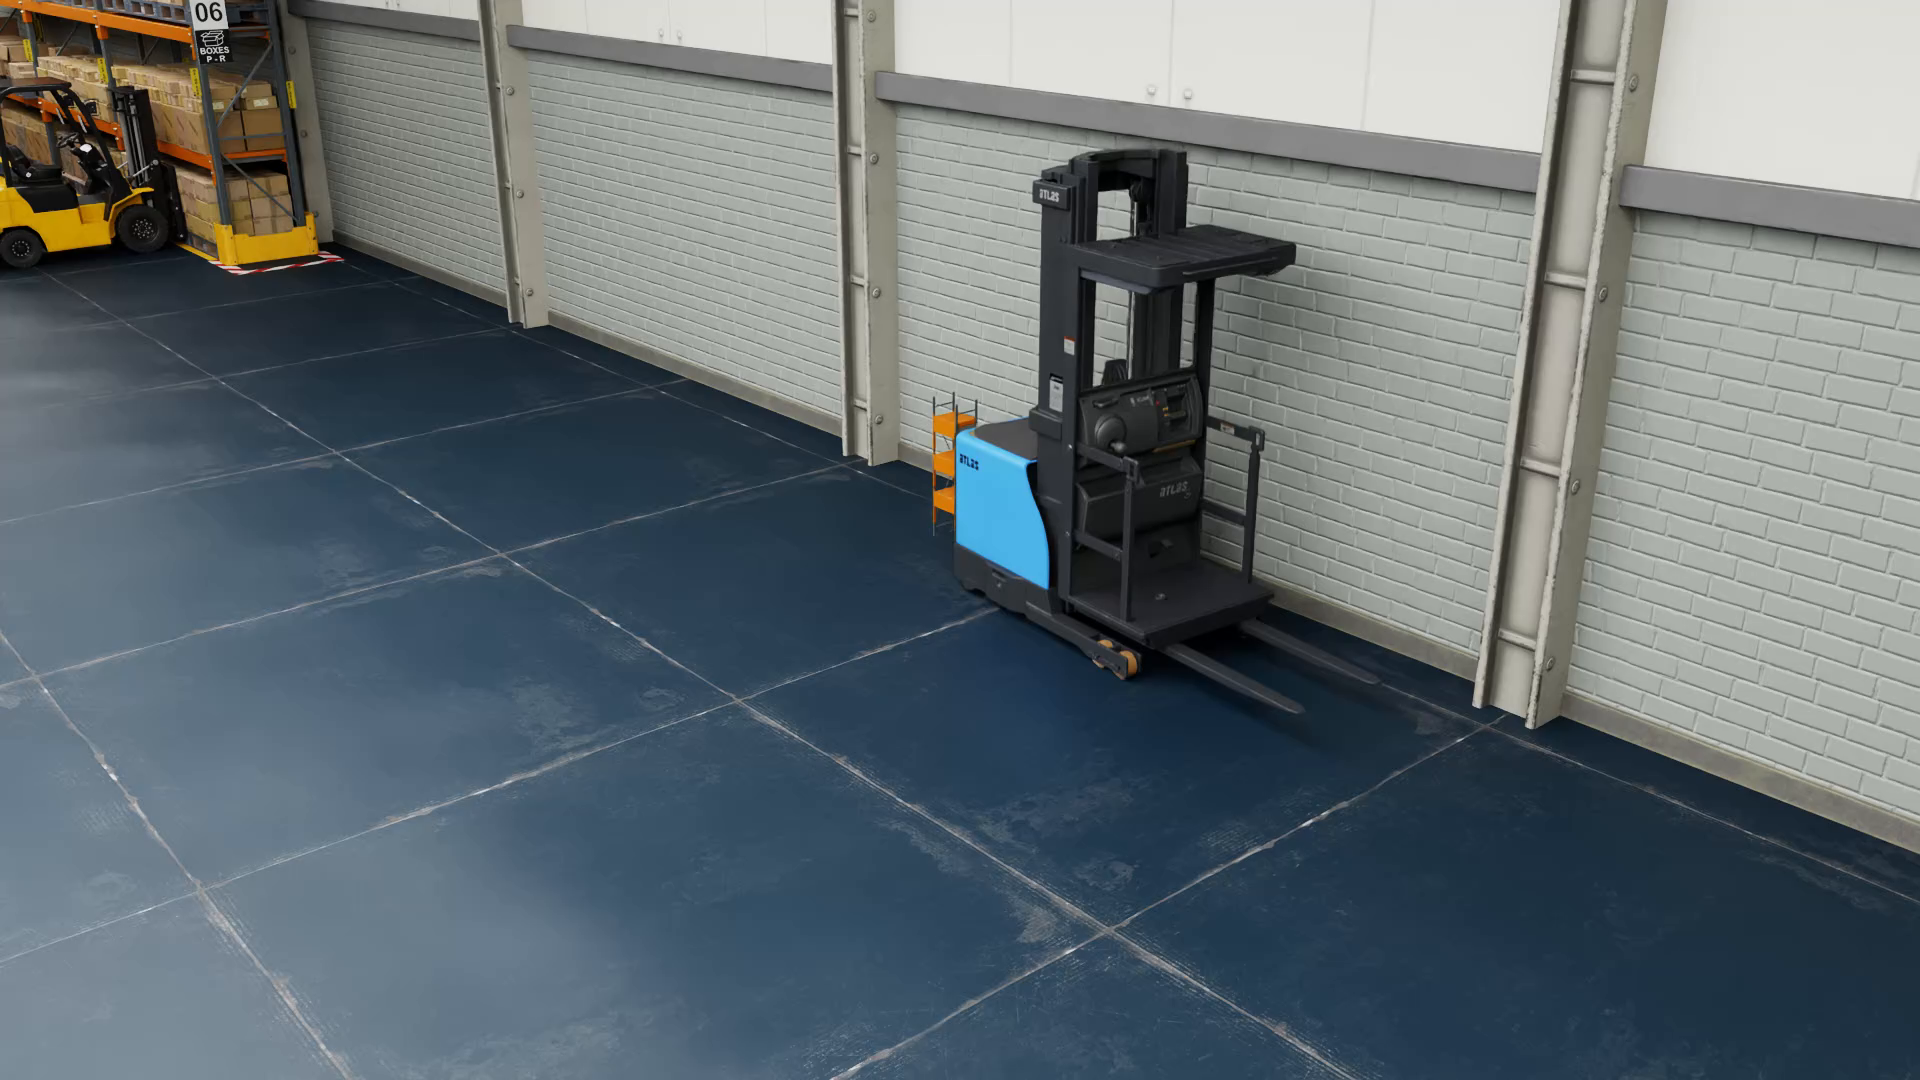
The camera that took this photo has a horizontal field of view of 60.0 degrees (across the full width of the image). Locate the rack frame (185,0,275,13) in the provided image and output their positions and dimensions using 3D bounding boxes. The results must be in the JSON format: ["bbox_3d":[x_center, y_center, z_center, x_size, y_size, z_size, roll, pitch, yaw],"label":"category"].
[{"bbox_3d":[-8.791,-7.788,19.530,1.000,3.000,0.127,-17,27,-37],"label":"rack frame"}]

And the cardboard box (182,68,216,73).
[{"bbox_3d":[-10.284,-6.291,22.499,0.380,0.149,0.250,-18,28,-38],"label":"cardboard box"}]

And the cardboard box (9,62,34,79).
[{"bbox_3d":[-14.947,-7.545,26.766,0.500,0.250,0.500,-19,28,-40],"label":"cardboard box"}]

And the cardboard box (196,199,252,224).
[{"bbox_3d":[-9.346,-4.203,21.111,0.500,0.250,0.500,-18,28,-38],"label":"cardboard box"}]

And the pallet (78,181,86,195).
[{"bbox_3d":[-12.713,-5.333,25.311,1.003,0.211,1.213,-17,27,-37],"label":"pallet"}]

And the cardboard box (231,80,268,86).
[{"bbox_3d":[-8.975,-5.714,21.026,0.380,0.149,0.250,-16,27,-36],"label":"cardboard box"}]

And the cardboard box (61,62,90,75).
[{"bbox_3d":[-13.178,-7.042,24.823,0.380,0.149,0.250,-17,27,-36],"label":"cardboard box"}]

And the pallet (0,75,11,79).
[{"bbox_3d":[-15.286,-7.652,27.671,1.003,0.211,1.213,-17,27,-37],"label":"pallet"}]

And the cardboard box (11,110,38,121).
[{"bbox_3d":[-15.852,-7.205,28.229,0.380,0.149,0.250,-18,27,-38],"label":"cardboard box"}]

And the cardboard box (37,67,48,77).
[{"bbox_3d":[-13.927,-7.182,25.727,0.500,0.250,0.500,-17,27,-37],"label":"cardboard box"}]

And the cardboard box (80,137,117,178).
[{"bbox_3d":[-12.744,-5.755,25.245,0.875,0.625,0.625,-19,28,-40],"label":"cardboard box"}]

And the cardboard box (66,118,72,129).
[{"bbox_3d":[-14.493,-6.887,27.416,0.380,0.149,0.250,-17,27,-37],"label":"cardboard box"}]

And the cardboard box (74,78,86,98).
[{"bbox_3d":[-12.587,-6.621,24.296,0.500,0.250,0.500,-17,27,-36],"label":"cardboard box"}]

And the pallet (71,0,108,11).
[{"bbox_3d":[-11.988,-7.648,23.548,0.805,0.209,1.217,-19,28,-39],"label":"pallet"}]

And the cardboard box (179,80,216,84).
[{"bbox_3d":[-9.666,-5.744,21.102,0.380,0.149,0.250,-17,27,-37],"label":"cardboard box"}]

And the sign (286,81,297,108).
[{"bbox_3d":[-8.367,-5.565,20.785,0.100,0.325,0.005,-17,27,-37],"label":"sign"}]

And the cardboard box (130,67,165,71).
[{"bbox_3d":[-11.006,-6.310,22.546,0.380,0.149,0.250,-18,28,-38],"label":"cardboard box"}]

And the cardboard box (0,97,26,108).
[{"bbox_3d":[-16.385,-7.560,28.727,0.380,0.149,0.250,-19,28,-40],"label":"cardboard box"}]

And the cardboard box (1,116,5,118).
[{"bbox_3d":[-16.479,-7.155,28.990,0.500,0.500,0.500,-16,26,-35],"label":"cardboard box"}]

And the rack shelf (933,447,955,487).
[{"bbox_3d":[-0.035,-0.494,11.834,0.215,0.259,0.240,-17,27,-37],"label":"rack shelf"}]

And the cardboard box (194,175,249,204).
[{"bbox_3d":[-9.328,-4.429,21.002,0.500,0.250,0.500,-16,27,-36],"label":"cardboard box"}]

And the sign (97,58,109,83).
[{"bbox_3d":[-11.807,-6.471,22.912,0.100,0.325,0.005,-17,27,-37],"label":"sign"}]

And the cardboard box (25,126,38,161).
[{"bbox_3d":[-15.114,-6.587,27.541,0.500,0.500,0.500,-16,27,-35],"label":"cardboard box"}]

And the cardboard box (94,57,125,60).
[{"bbox_3d":[-13.056,-7.329,25.557,0.380,0.149,0.250,-18,28,-38],"label":"cardboard box"}]

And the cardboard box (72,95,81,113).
[{"bbox_3d":[-12.905,-6.530,24.749,0.500,0.250,0.500,-16,27,-36],"label":"cardboard box"}]

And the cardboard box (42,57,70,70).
[{"bbox_3d":[-13.853,-7.322,25.539,0.380,0.149,0.250,-17,27,-36],"label":"cardboard box"}]

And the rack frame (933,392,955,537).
[{"bbox_3d":[-0.115,-0.537,11.916,0.200,1.050,0.008,-17,27,-37],"label":"rack frame"}]

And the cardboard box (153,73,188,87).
[{"bbox_3d":[-10.342,-6.027,21.824,0.380,0.149,0.250,-17,27,-37],"label":"cardboard box"}]

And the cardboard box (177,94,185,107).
[{"bbox_3d":[-9.695,-5.594,21.126,0.380,0.149,0.250,-18,27,-38],"label":"cardboard box"}]

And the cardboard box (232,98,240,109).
[{"bbox_3d":[-9.025,-5.552,21.020,0.380,0.149,0.250,-17,27,-37],"label":"cardboard box"}]

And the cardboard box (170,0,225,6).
[{"bbox_3d":[-9.265,-6.745,20.128,0.500,0.500,0.500,-16,27,-36],"label":"cardboard box"}]

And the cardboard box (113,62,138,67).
[{"bbox_3d":[-12.429,-7.029,24.791,0.380,0.149,0.250,-17,27,-37],"label":"cardboard box"}]

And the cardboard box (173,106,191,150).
[{"bbox_3d":[-9.643,-5.261,21.165,0.500,0.500,0.500,-16,27,-36],"label":"cardboard box"}]

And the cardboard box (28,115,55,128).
[{"bbox_3d":[-15.168,-6.919,27.498,0.380,0.149,0.250,-18,28,-38],"label":"cardboard box"}]

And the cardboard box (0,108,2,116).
[{"bbox_3d":[-16.591,-7.482,28.935,0.380,0.149,0.250,-16,26,-35],"label":"cardboard box"}]

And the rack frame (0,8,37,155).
[{"bbox_3d":[-16.624,-8.310,29.089,1.000,3.000,0.127,-17,27,-37],"label":"rack frame"}]

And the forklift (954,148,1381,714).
[{"bbox_3d":[1.221,-0.740,9.855,1.130,2.935,3.031,-15,26,-33],"label":"forklift"}]

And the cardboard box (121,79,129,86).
[{"bbox_3d":[-11.223,-6.227,22.743,0.380,0.149,0.250,-17,27,-36],"label":"cardboard box"}]

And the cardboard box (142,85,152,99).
[{"bbox_3d":[-10.579,-5.938,22.004,0.380,0.149,0.250,-19,28,-39],"label":"cardboard box"}]

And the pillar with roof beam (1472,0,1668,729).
[{"bbox_3d":[-0.075,-2.197,5.255,9.100,9.000,0.400,-17,27,-37],"label":"pillar with roof beam"}]

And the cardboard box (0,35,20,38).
[{"bbox_3d":[-16.478,-8.366,28.517,0.700,0.500,0.500,-17,27,-36],"label":"cardboard box"}]

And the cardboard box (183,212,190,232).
[{"bbox_3d":[-9.974,-4.245,21.903,0.500,0.250,0.500,-17,27,-37],"label":"cardboard box"}]

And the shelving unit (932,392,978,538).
[{"bbox_3d":[-0.035,-0.504,11.830,0.215,1.050,0.252,-17,27,-37],"label":"shelving unit"}]

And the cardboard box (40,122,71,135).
[{"bbox_3d":[-14.527,-6.615,26.723,0.380,0.149,0.250,-19,28,-40],"label":"cardboard box"}]

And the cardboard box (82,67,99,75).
[{"bbox_3d":[-12.491,-6.766,24.119,0.380,0.149,0.250,-18,28,-39],"label":"cardboard box"}]

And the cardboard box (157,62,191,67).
[{"bbox_3d":[-10.965,-6.571,23.213,0.380,0.149,0.250,-17,27,-37],"label":"cardboard box"}]

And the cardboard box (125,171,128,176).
[{"bbox_3d":[-11.320,-5.041,23.251,0.500,0.250,0.500,-18,27,-38],"label":"cardboard box"}]

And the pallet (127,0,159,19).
[{"bbox_3d":[-10.033,-6.889,21.469,1.003,0.211,1.213,-17,27,-37],"label":"pallet"}]

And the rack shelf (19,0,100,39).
[{"bbox_3d":[-12.707,-7.714,24.441,1.077,0.370,4.000,-17,27,-37],"label":"rack shelf"}]

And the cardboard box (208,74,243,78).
[{"bbox_3d":[-9.615,-6.010,21.782,0.380,0.149,0.250,-18,28,-39],"label":"cardboard box"}]

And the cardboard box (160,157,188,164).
[{"bbox_3d":[-10.664,-4.994,22.446,0.500,0.250,0.500,-16,27,-36],"label":"cardboard box"}]
